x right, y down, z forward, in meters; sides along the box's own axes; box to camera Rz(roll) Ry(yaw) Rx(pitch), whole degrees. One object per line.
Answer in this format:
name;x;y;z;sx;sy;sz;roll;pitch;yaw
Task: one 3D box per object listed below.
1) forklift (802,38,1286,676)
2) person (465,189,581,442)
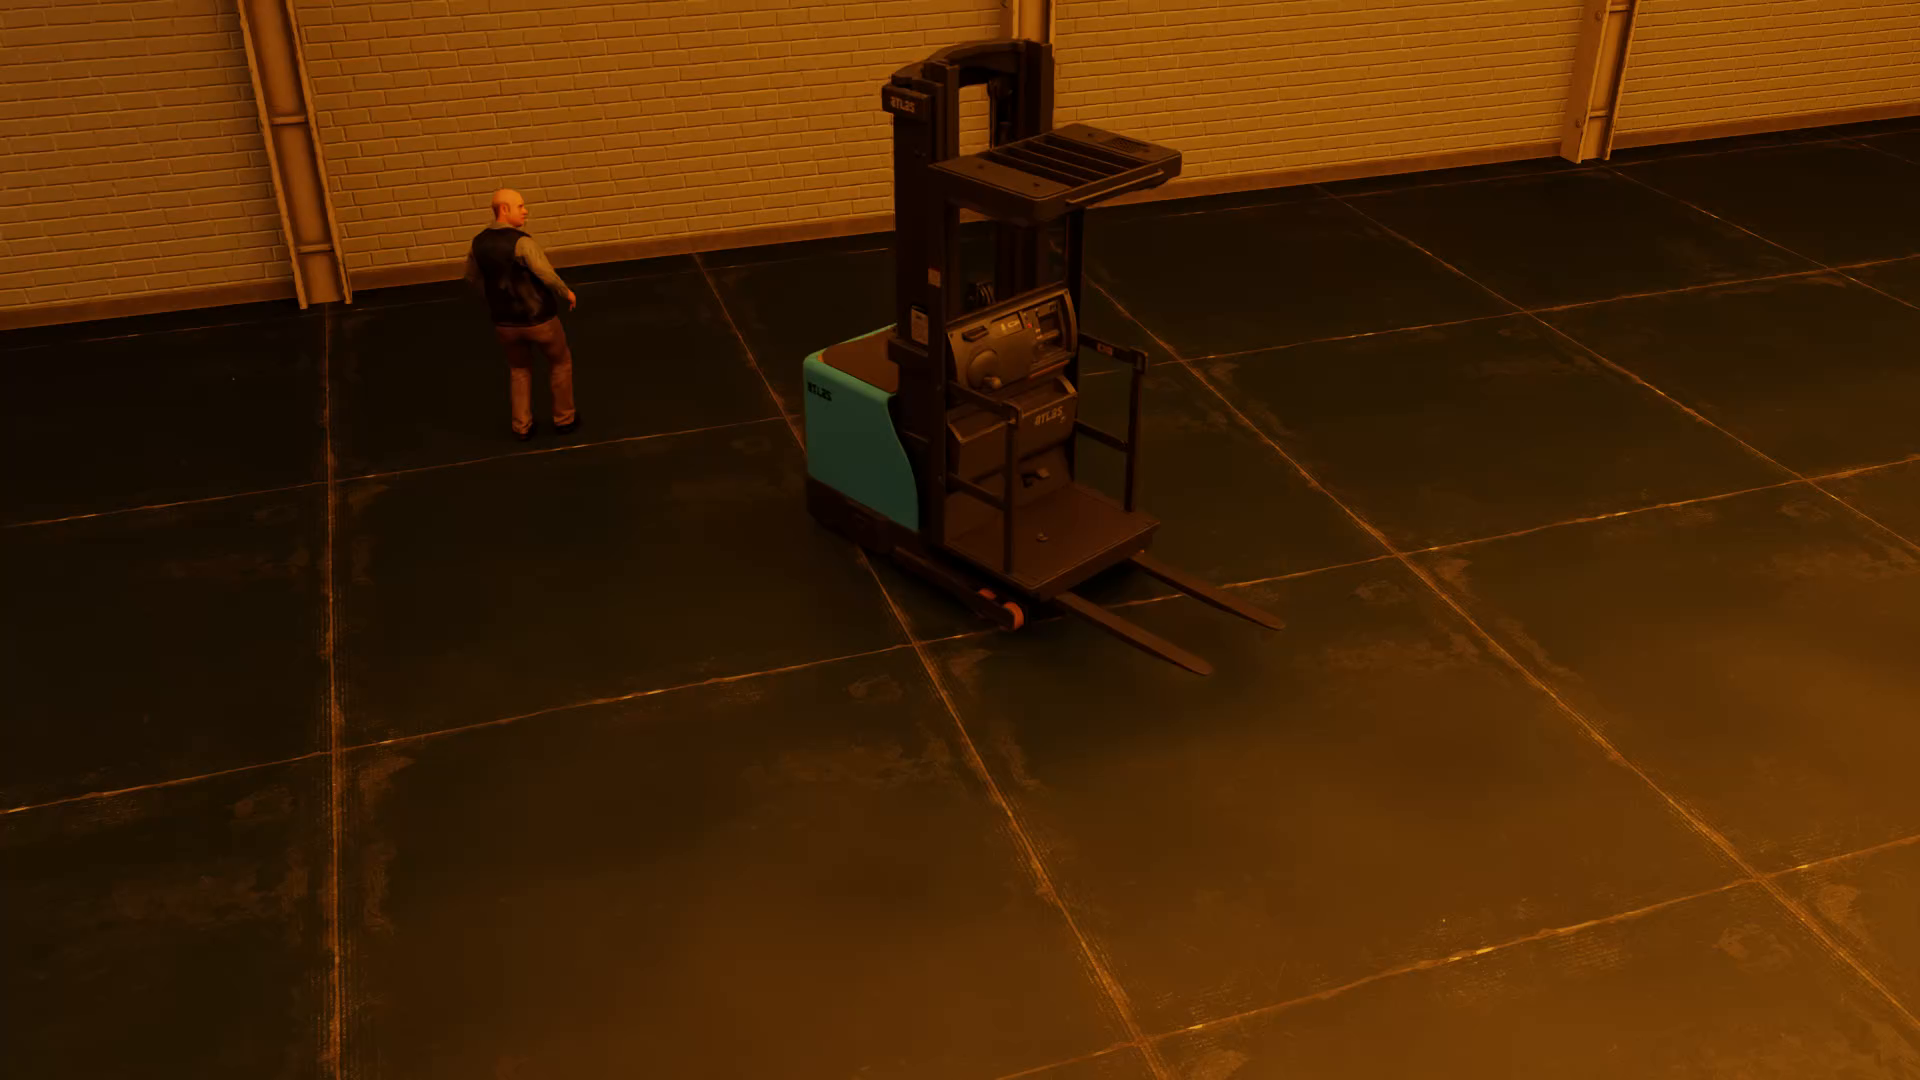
forklift;0.438;-1.054;8.918;1.130;2.935;3.031;-26;39;-37
person;-2.864;-1.479;10.922;0.731;1.687;0.516;8;31;13
